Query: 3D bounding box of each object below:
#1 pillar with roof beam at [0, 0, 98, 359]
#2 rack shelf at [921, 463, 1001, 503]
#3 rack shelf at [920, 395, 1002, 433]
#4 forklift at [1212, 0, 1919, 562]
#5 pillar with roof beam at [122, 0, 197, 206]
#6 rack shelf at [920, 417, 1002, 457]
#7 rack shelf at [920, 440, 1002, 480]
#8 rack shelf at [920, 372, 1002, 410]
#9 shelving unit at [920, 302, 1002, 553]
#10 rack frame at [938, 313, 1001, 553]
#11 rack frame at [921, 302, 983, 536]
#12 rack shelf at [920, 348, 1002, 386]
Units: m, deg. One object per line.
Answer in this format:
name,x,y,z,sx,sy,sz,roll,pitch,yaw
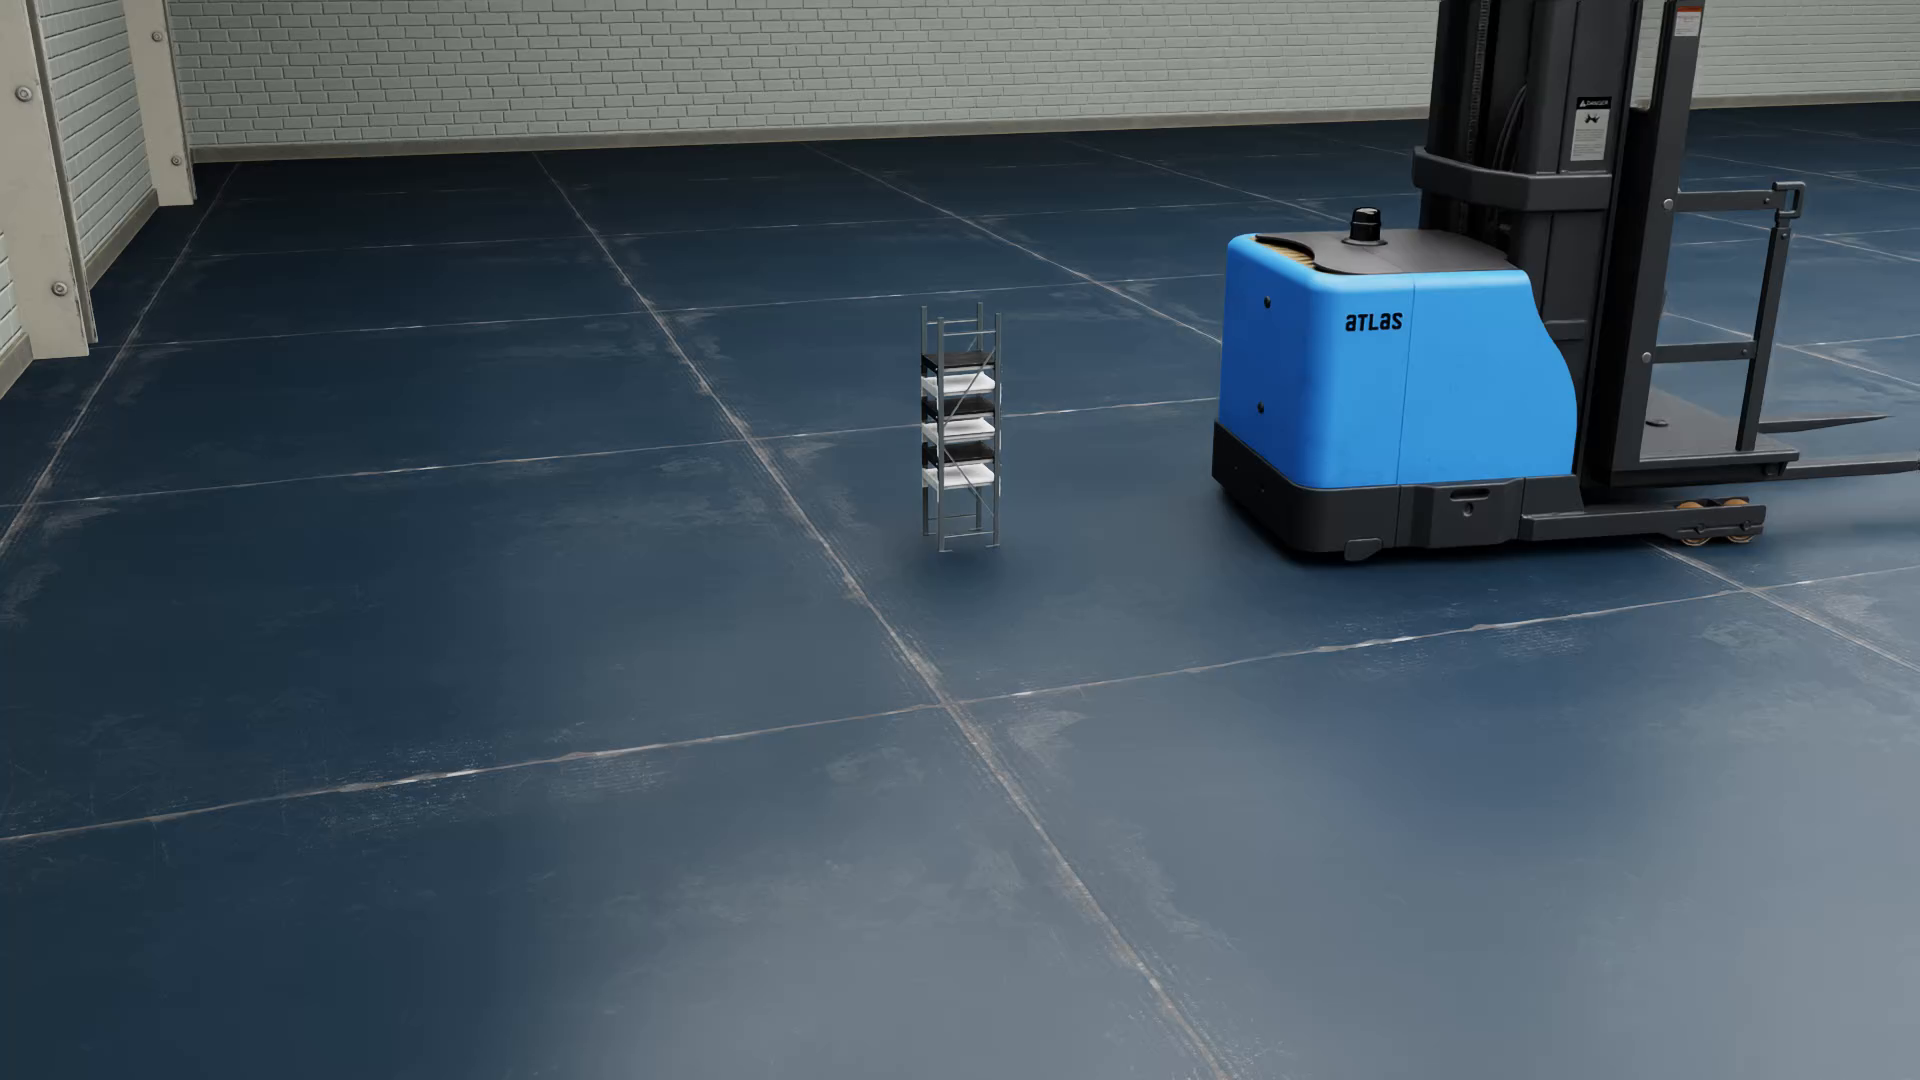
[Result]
pillar with roof beam,-0.989,-5.768,9.162,9.100,9.000,0.400,-6,21,-17
rack shelf,0.003,-0.220,6.329,0.258,0.077,0.200,-6,21,-17
rack shelf,0.003,-0.474,6.238,0.258,0.077,0.200,-6,21,-17
forklift,2.619,-1.527,6.332,3.031,2.935,1.130,-4,20,-10
pillar with roof beam,-2.875,-7.693,14.523,9.100,9.000,0.400,-6,21,-17
rack shelf,0.003,-0.390,6.268,0.258,0.077,0.200,-6,21,-17
rack shelf,0.003,-0.305,6.299,0.258,0.077,0.200,-6,21,-17
rack shelf,0.003,-0.559,6.208,0.258,0.077,0.200,-6,21,-17
shelving unit,0.003,-0.421,6.257,0.258,0.900,0.210,-6,21,-17
rack frame,0.034,-0.388,6.166,0.240,0.900,0.006,-6,21,-17
rack frame,-0.029,-0.454,6.348,0.240,0.900,0.006,-6,21,-17
rack shelf,0.003,-0.644,6.177,0.258,0.077,0.200,-6,21,-17
